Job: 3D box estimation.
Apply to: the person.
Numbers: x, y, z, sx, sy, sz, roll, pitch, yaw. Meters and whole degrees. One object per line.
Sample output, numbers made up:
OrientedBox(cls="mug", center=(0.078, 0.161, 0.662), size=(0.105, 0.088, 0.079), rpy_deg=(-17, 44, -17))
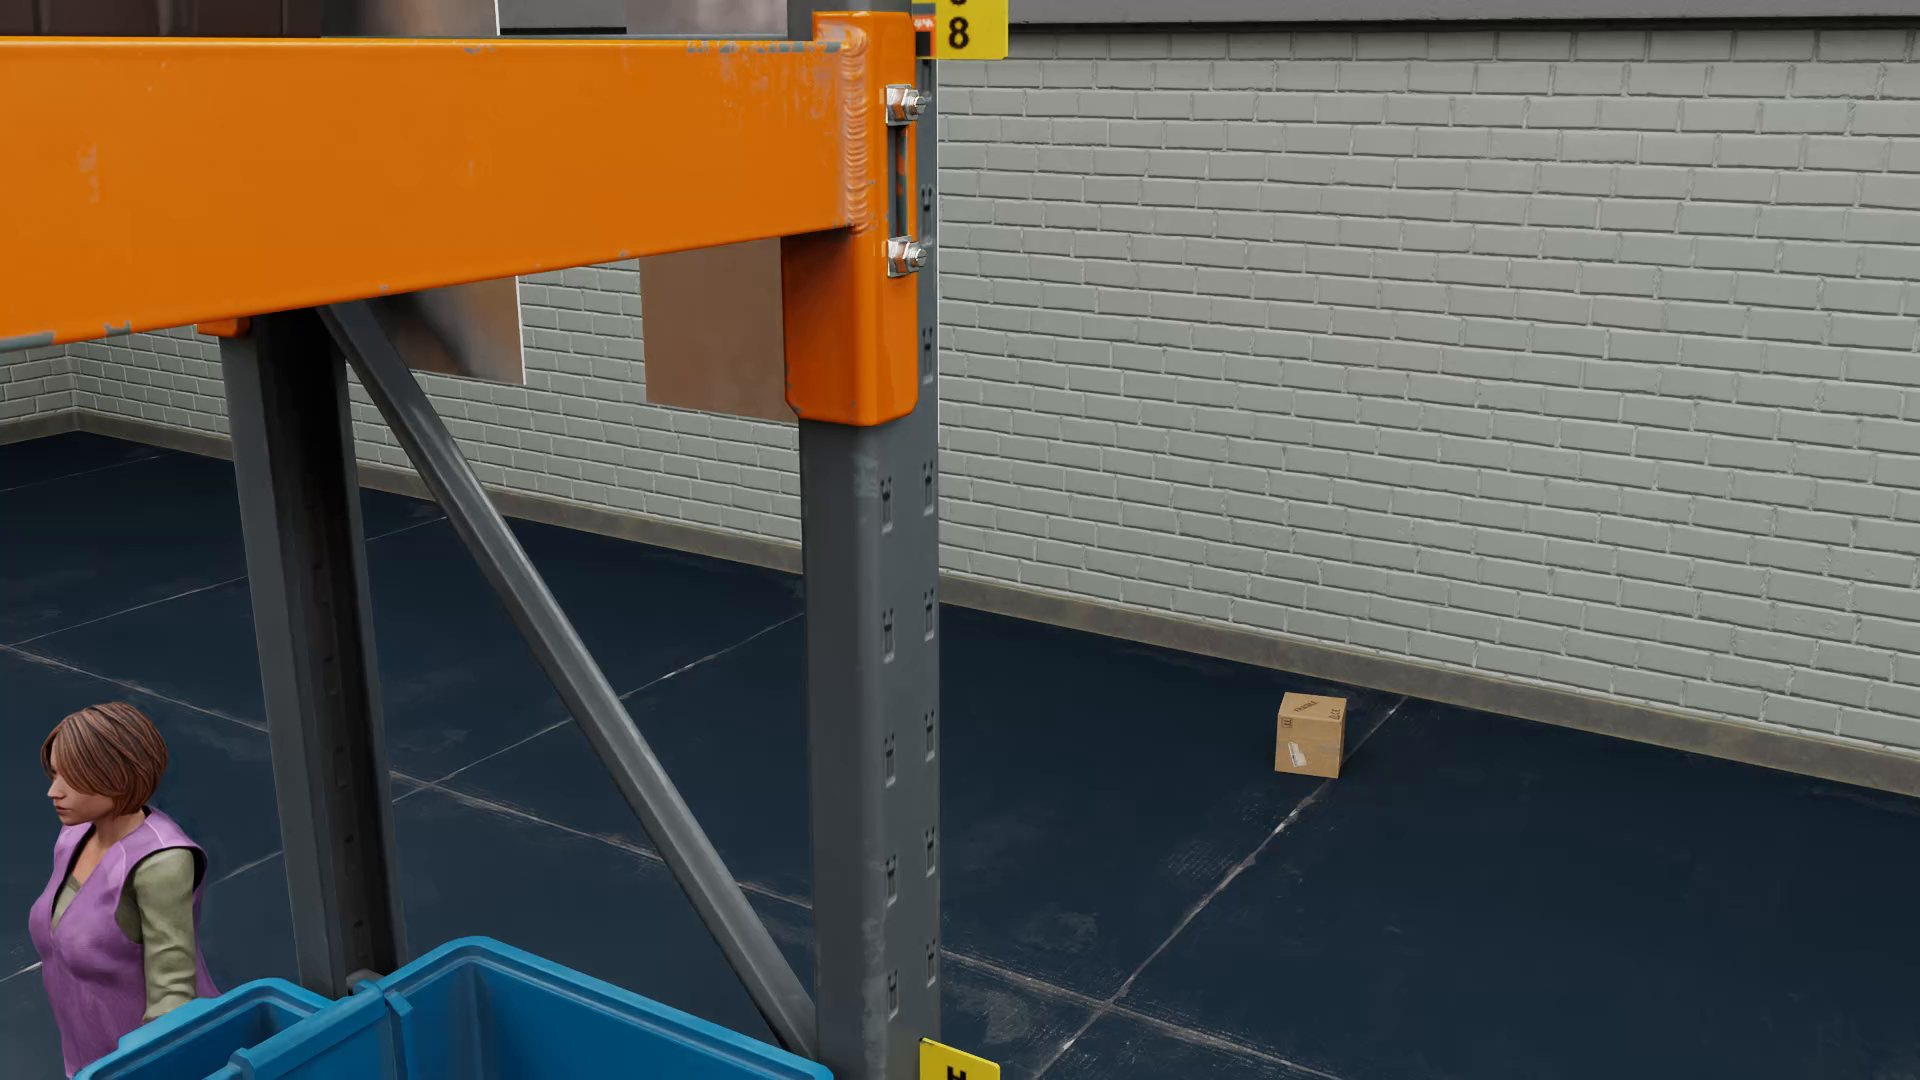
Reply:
OrientedBox(cls="person", center=(-1.667, 1.097, 3.317), size=(0.449, 1.587, 0.809), rpy_deg=(10, 19, 31))
